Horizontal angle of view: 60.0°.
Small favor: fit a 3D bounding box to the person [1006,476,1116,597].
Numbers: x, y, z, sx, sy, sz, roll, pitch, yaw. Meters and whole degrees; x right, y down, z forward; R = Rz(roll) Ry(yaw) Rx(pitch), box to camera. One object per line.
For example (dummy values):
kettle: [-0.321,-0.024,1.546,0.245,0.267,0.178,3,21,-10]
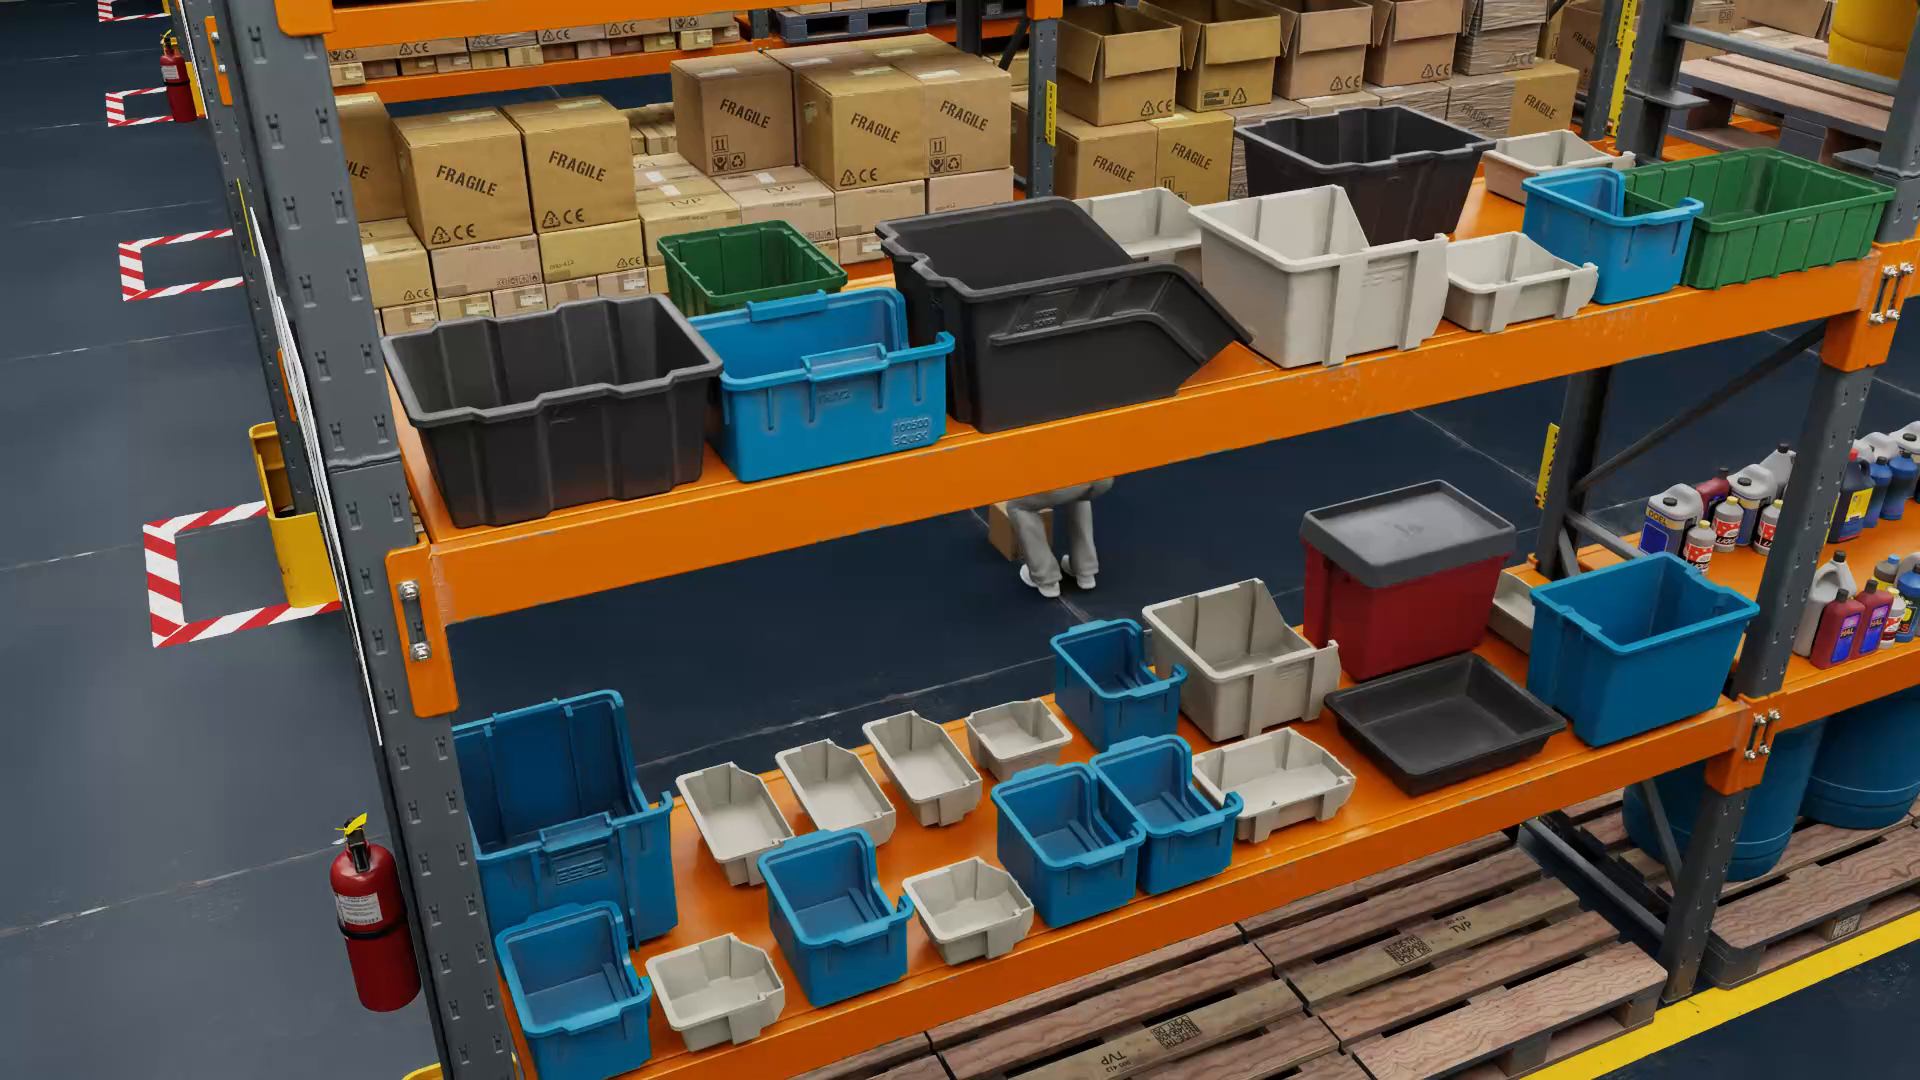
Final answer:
person: [0.462,-0.370,8.134,0.491,1.333,0.667,-13,32,-22]
